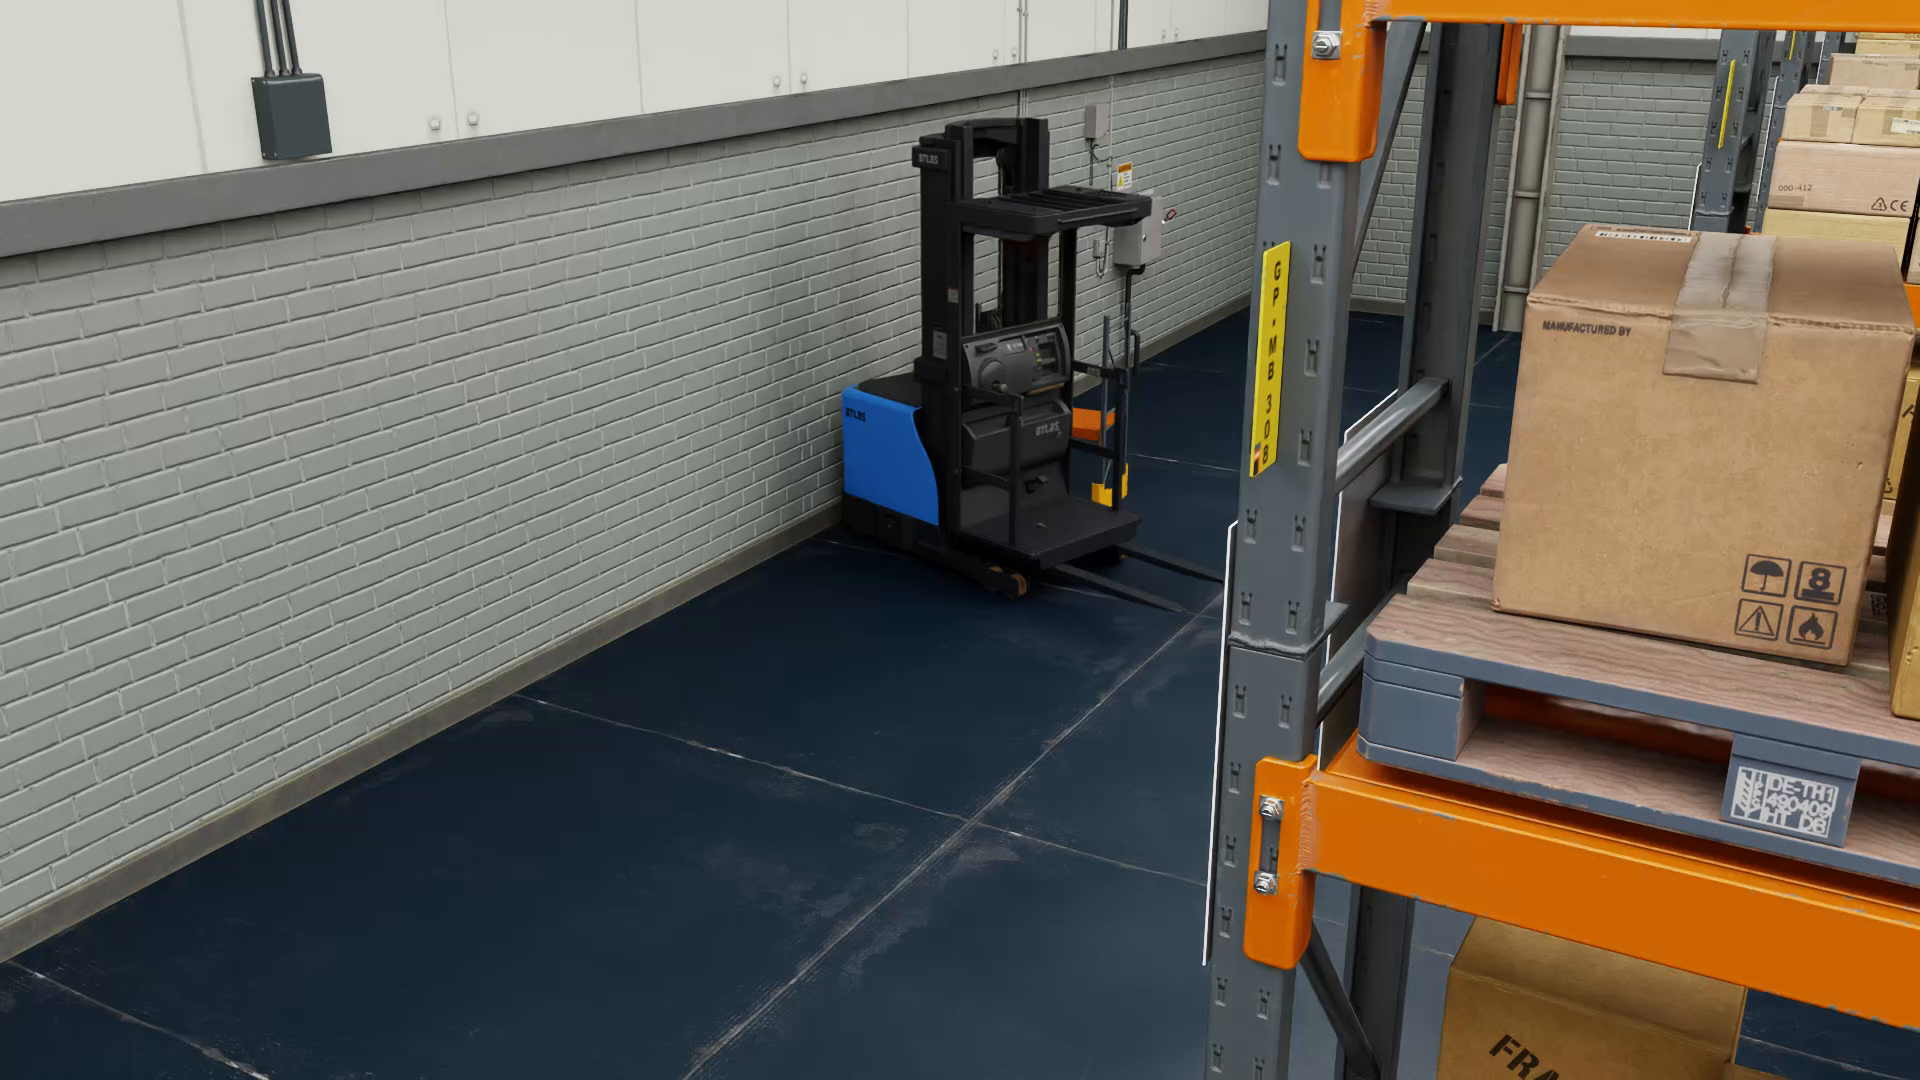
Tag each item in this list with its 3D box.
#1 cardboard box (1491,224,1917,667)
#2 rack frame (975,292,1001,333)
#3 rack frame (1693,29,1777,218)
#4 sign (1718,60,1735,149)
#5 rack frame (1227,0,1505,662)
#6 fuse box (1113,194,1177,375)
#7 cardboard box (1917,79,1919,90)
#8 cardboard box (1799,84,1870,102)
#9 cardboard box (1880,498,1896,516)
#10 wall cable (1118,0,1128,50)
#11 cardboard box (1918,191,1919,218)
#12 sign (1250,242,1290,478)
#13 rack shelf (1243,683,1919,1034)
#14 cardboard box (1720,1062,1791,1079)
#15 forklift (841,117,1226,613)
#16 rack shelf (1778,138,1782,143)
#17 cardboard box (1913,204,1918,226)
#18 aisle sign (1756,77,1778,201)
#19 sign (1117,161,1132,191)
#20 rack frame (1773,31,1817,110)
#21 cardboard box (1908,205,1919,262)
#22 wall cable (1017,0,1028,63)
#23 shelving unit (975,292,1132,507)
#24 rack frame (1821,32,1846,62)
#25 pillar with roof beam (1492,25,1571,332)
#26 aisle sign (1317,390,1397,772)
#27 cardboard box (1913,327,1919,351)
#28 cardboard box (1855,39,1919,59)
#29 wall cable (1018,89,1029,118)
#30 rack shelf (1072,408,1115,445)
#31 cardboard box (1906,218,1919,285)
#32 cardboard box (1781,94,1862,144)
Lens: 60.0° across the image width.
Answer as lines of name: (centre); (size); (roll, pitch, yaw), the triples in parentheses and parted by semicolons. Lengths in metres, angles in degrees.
cardboard box: (1.199, -0.194, 2.692); (0.500, 0.500, 0.700); (9, 22, 24)
rack frame: (0.231, -1.119, 12.750); (0.032, 1.500, 0.500); (9, 22, 24)
rack frame: (3.226, -2.843, 6.505); (0.127, 3.000, 1.000); (11, 23, 27)
sign: (2.962, -1.682, 6.422); (0.005, 0.325, 0.100); (11, 23, 27)
rack frame: (0.719, -1.383, 2.481); (0.127, 3.000, 1.000); (11, 23, 27)
fuse box: (1.770, -2.439, 16.080); (0.414, 1.711, 0.539); (11, 23, 27)
cardboard box: (6.394, -2.955, 10.820); (0.250, 0.149, 0.380); (9, 22, 23)
cardboard box: (3.660, -1.817, 6.978); (0.250, 0.149, 0.380); (11, 22, 27)
cardboard box: (3.963, 0.029, 6.803); (0.500, 0.500, 0.500); (11, 23, 27)
wall cable: (2.209, -6.259, 15.869); (0.133, 3.039, 2.988); (11, 23, 27)
cardboard box: (3.939, -1.360, 6.304); (0.500, 0.250, 0.500); (10, 22, 27)
sign: (0.443, -0.257, 2.377); (0.005, 0.325, 0.100); (11, 23, 27)
rack shelf: (2.465, 0.698, 2.198); (4.000, 0.370, 1.077); (11, 23, 27)
cardboard box: (1.443, 1.259, 2.680); (0.500, 0.500, 0.500); (10, 22, 26)
forklift: (0.526, -1.189, 10.844); (1.130, 2.935, 3.031); (-18, 26, -40)
rack shelf: (7.298, -2.252, 10.331); (4.000, 0.370, 1.077); (11, 23, 27)
cardboard box: (6.161, -2.094, 10.674); (0.250, 0.149, 0.380); (12, 23, 29)
aisle sign: (5.348, -2.661, 10.988); (0.004, 0.787, 0.394); (11, 23, 27)
sign: (1.562, -3.451, 15.769); (0.001, 0.242, 0.339); (11, 23, 27)
rack frame: (5.552, -4.333, 10.614); (0.127, 3.000, 1.000); (11, 23, 27)
cardboard box: (4.201, -1.282, 6.823); (0.500, 0.250, 0.500); (11, 23, 27)
wall cable: (0.449, -5.195, 12.990); (0.029, 3.000, 0.463); (11, 23, 27)
shelving unit: (0.681, -1.045, 12.547); (1.083, 1.500, 0.587); (9, 22, 24)
rack frame: (7.969, -5.811, 14.689); (0.127, 3.000, 1.000); (11, 23, 27)
pillar with roof beam: (3.956, -5.246, 13.132); (0.400, 9.000, 9.100); (11, 23, 27)
aisle sign: (0.802, 0.114, 3.340); (0.004, 0.787, 0.394); (11, 23, 27)
cardboard box: (4.189, -0.593, 7.052); (0.500, 0.500, 0.500); (10, 22, 25)
cardboard box: (8.223, -4.315, 14.748); (0.500, 0.250, 0.500); (11, 22, 27)
wall cable: (0.618, -2.936, 14.024); (0.123, 1.953, 0.585); (11, 23, 27)
rack shelf: (0.689, -0.875, 12.604); (1.000, 0.185, 0.538); (9, 22, 24)
cardboard box: (3.951, -1.122, 6.381); (0.500, 0.250, 0.500); (12, 23, 29)
cardboard box: (3.398, -1.663, 6.553); (0.250, 0.149, 0.380); (11, 22, 27)
